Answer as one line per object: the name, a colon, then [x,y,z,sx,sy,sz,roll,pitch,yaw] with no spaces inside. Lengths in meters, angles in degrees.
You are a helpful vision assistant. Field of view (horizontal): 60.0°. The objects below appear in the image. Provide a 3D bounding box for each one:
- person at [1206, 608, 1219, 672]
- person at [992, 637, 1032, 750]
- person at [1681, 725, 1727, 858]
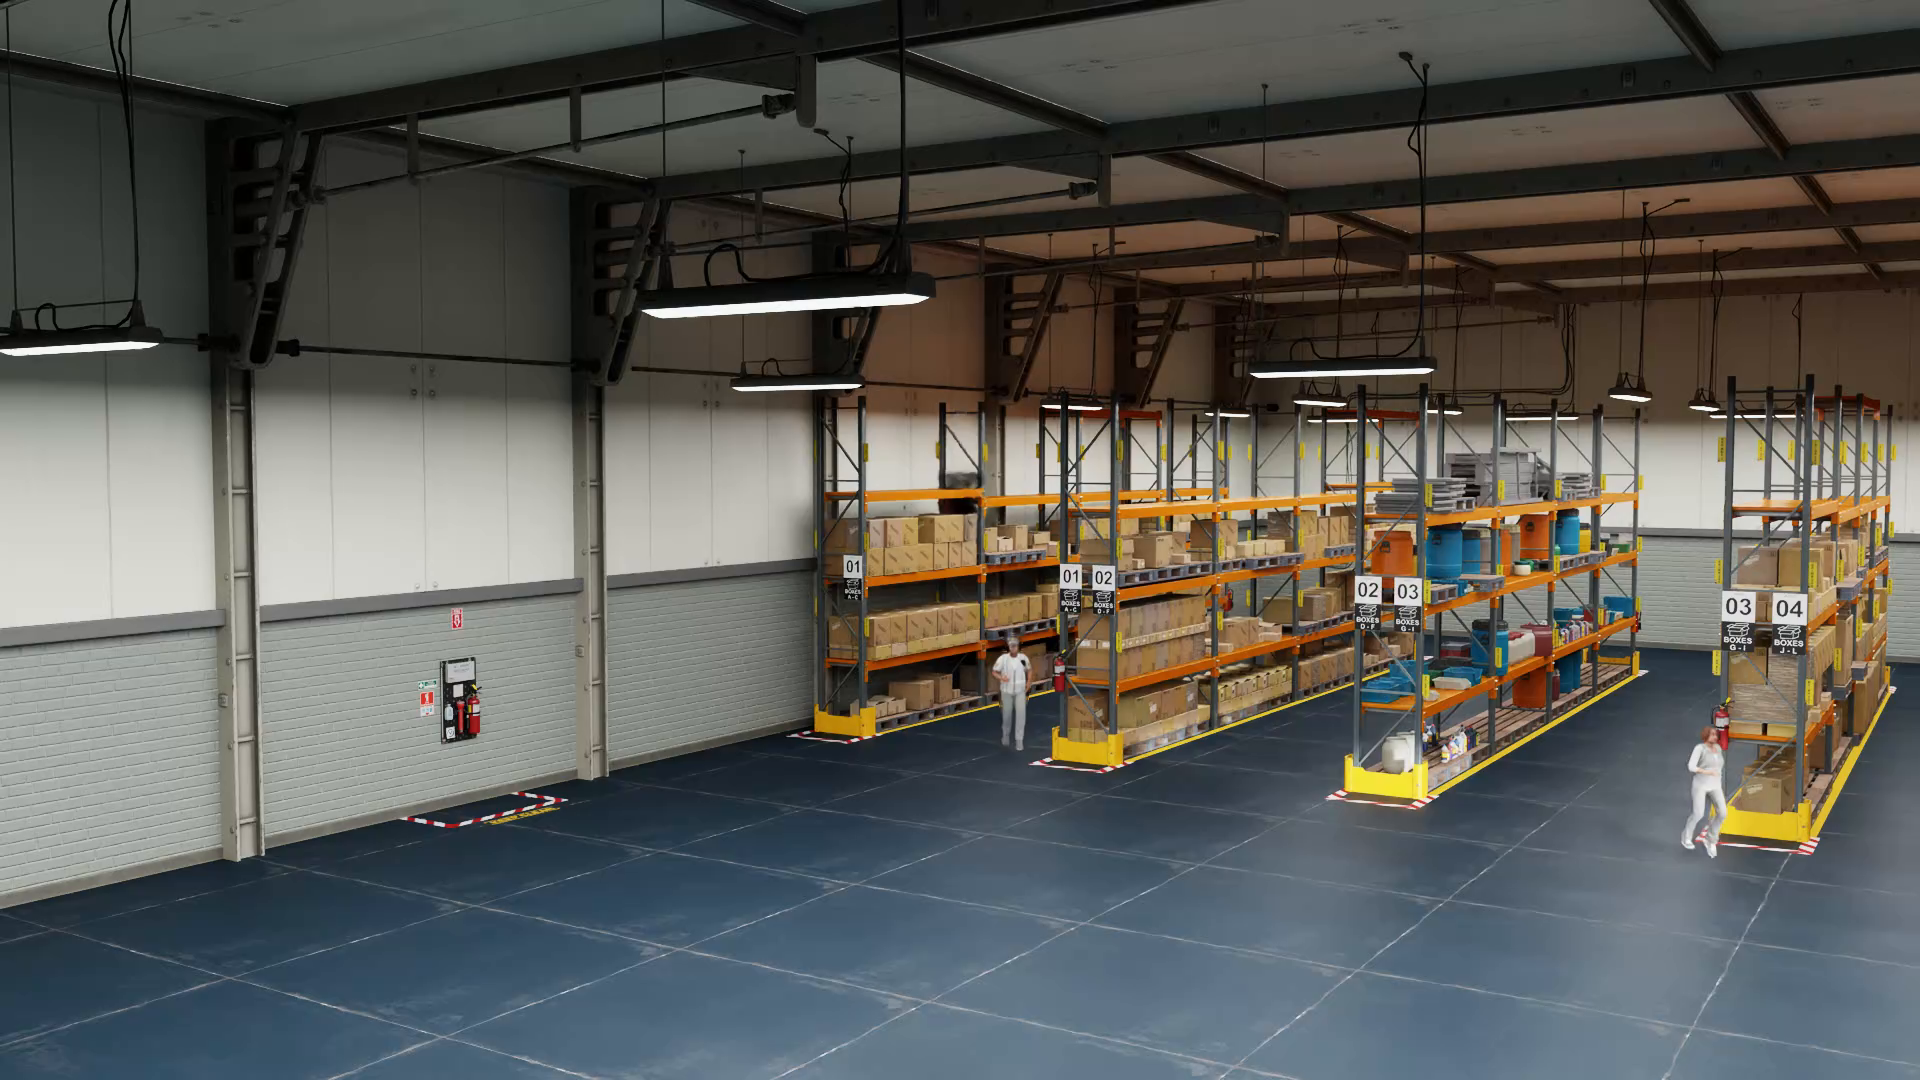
person: [5.333,2.290,35.148,0.596,1.715,0.693,2,3,30]
person: [0.863,2.494,27.189,0.670,1.822,0.810,0,3,-3]
person: [9.300,3.119,20.701,0.540,1.625,0.630,-1,3,-11]
